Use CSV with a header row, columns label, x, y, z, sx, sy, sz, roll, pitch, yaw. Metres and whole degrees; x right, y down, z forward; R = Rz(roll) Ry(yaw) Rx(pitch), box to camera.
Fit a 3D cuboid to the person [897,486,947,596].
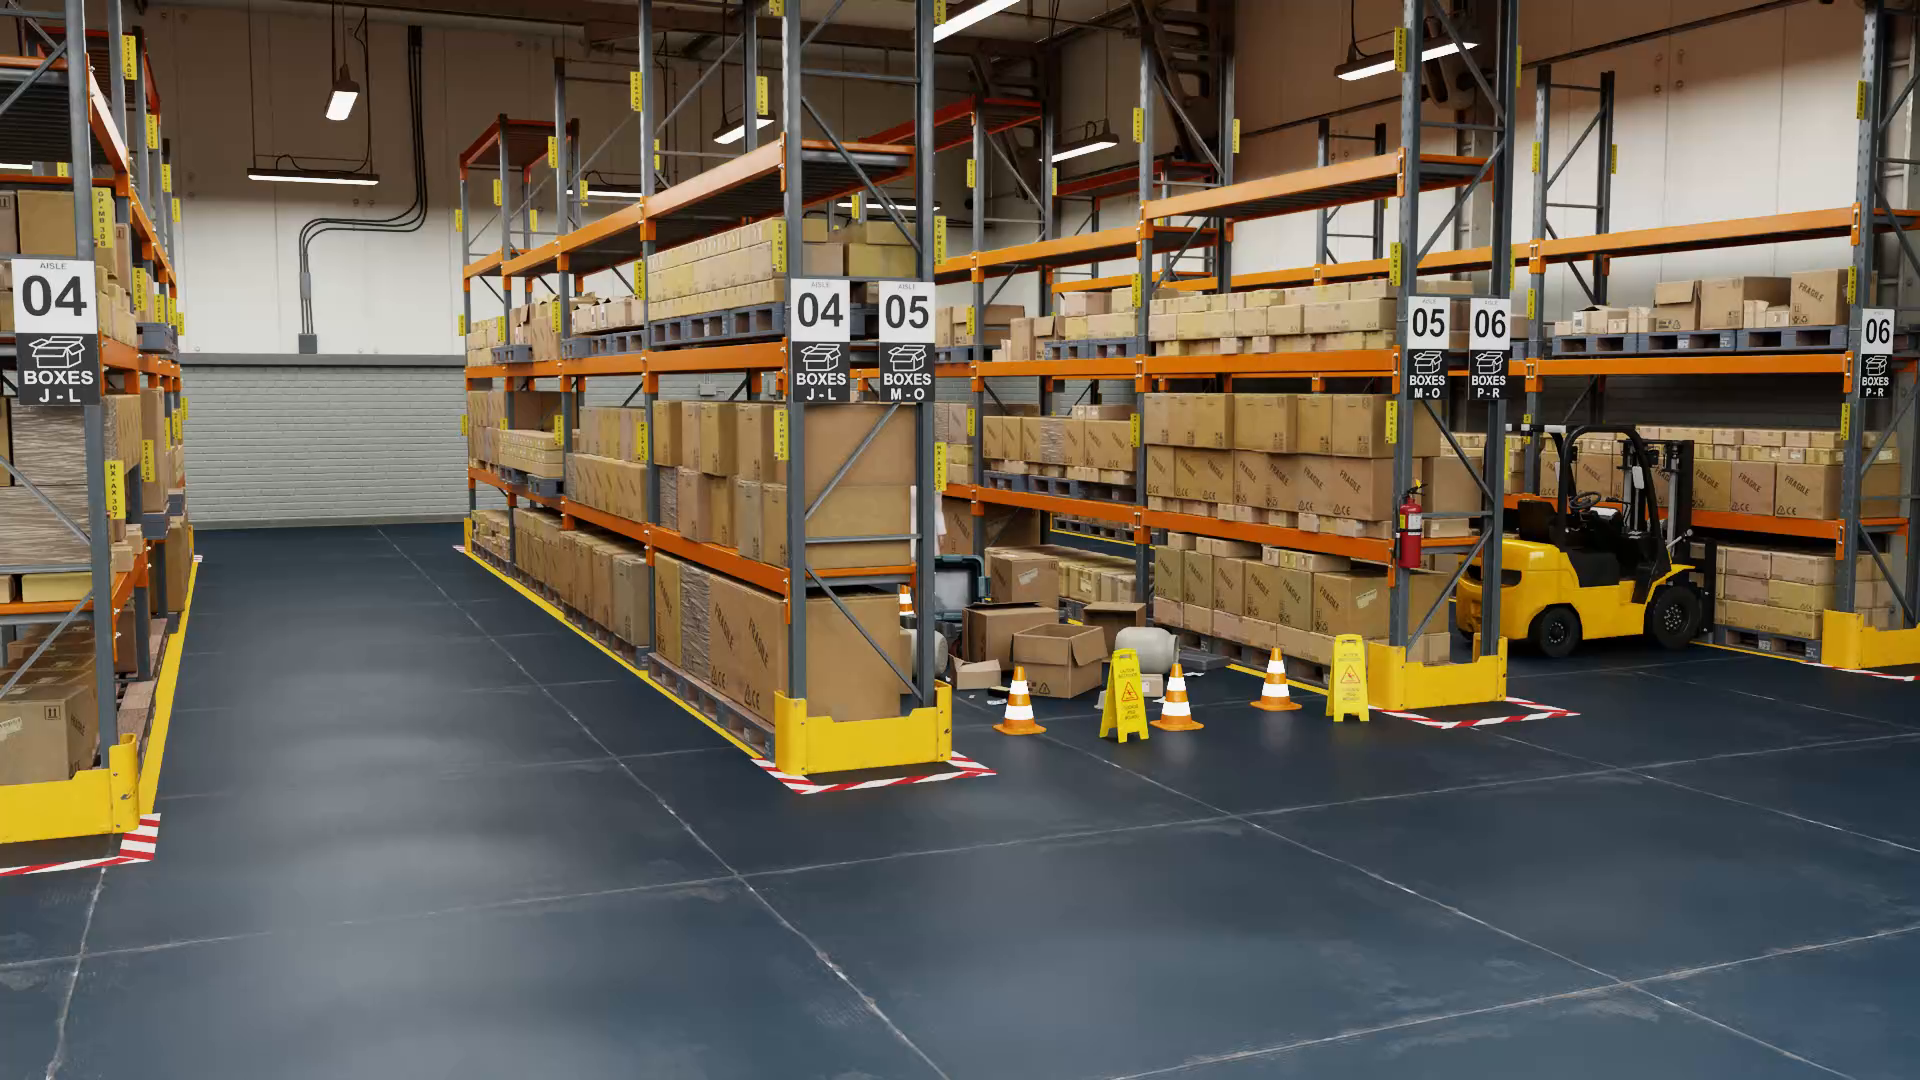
label,x,y,z,sx,sy,sz,roll,pitch,yaw
person,-0.441,-0.035,18.059,0.654,1.774,0.422,-3,6,-27
